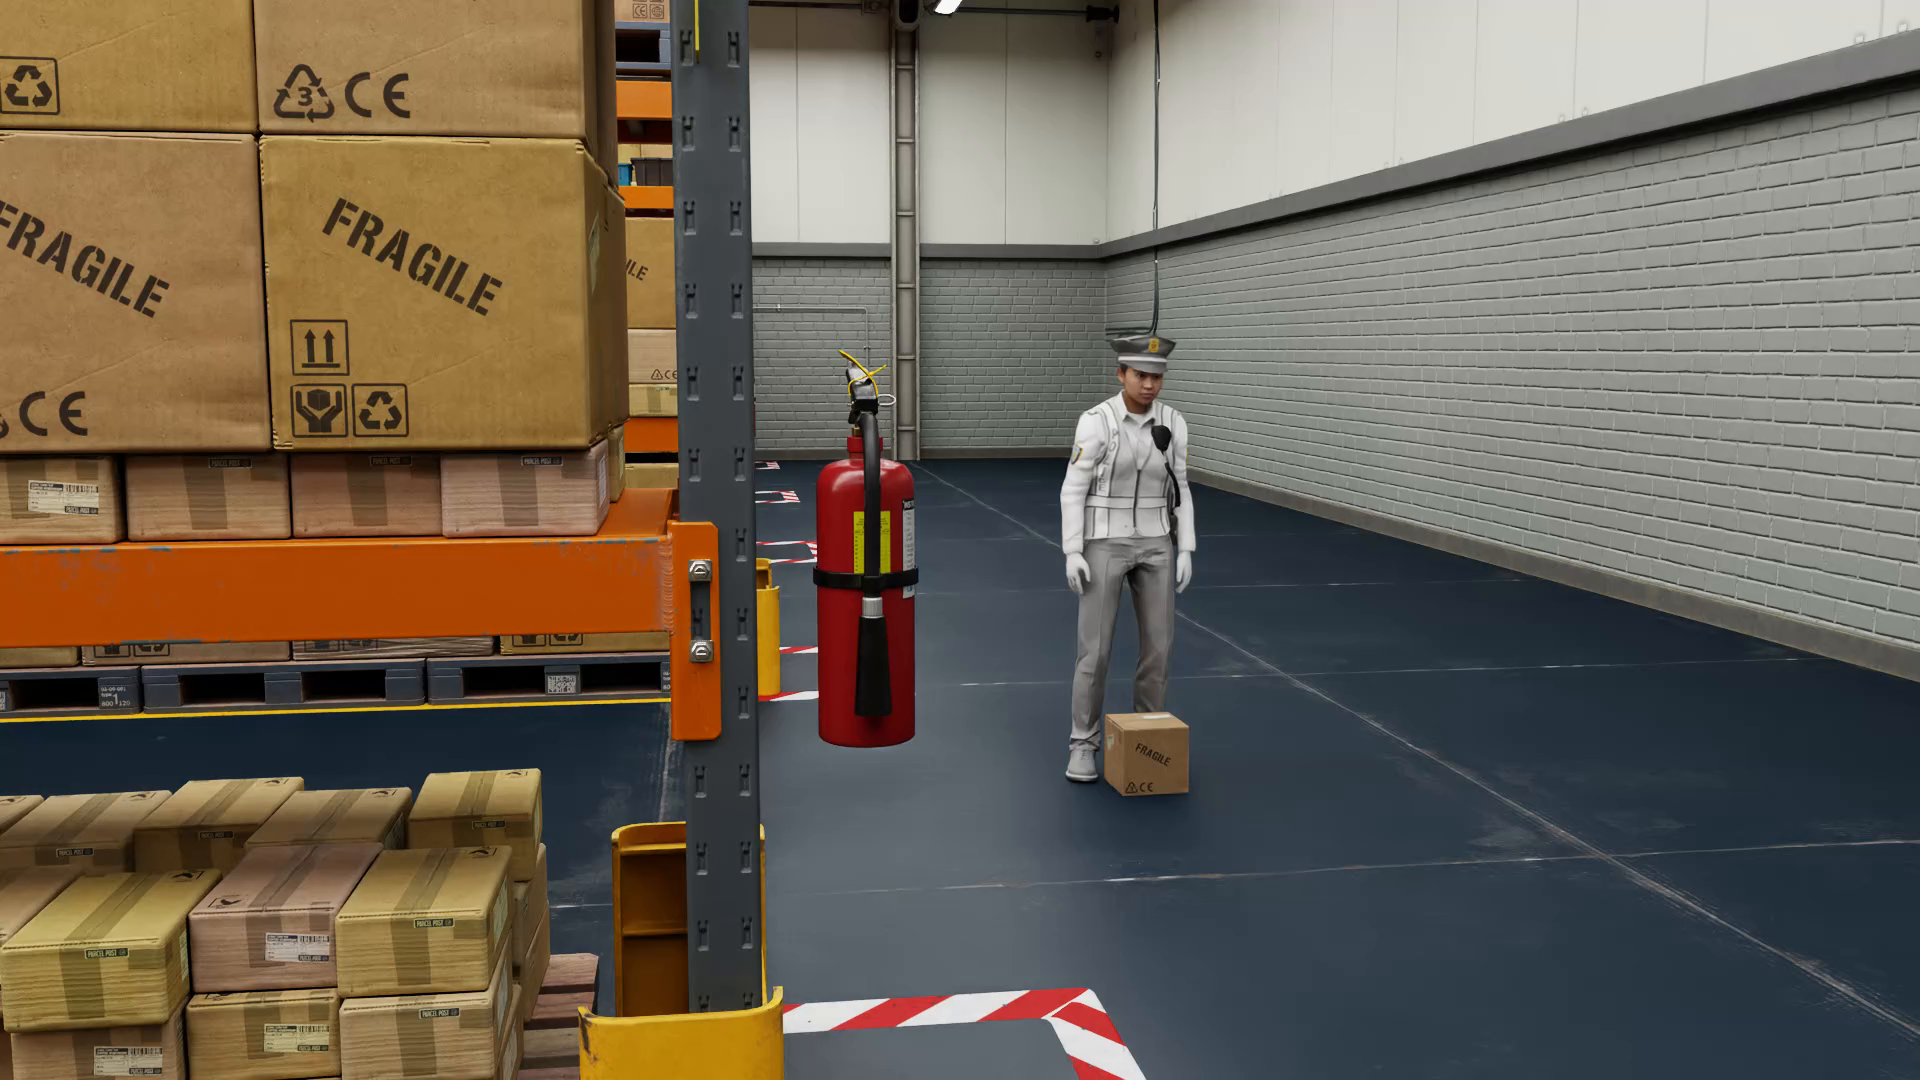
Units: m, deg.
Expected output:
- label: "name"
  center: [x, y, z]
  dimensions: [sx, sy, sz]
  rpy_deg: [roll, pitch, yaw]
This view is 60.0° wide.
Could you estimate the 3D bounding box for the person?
- label: "person"
  center: [0.644, 0.061, 6.301]
  dimensions: [0.528, 1.662, 0.375]
  rpy_deg: [-1, 7, -11]
